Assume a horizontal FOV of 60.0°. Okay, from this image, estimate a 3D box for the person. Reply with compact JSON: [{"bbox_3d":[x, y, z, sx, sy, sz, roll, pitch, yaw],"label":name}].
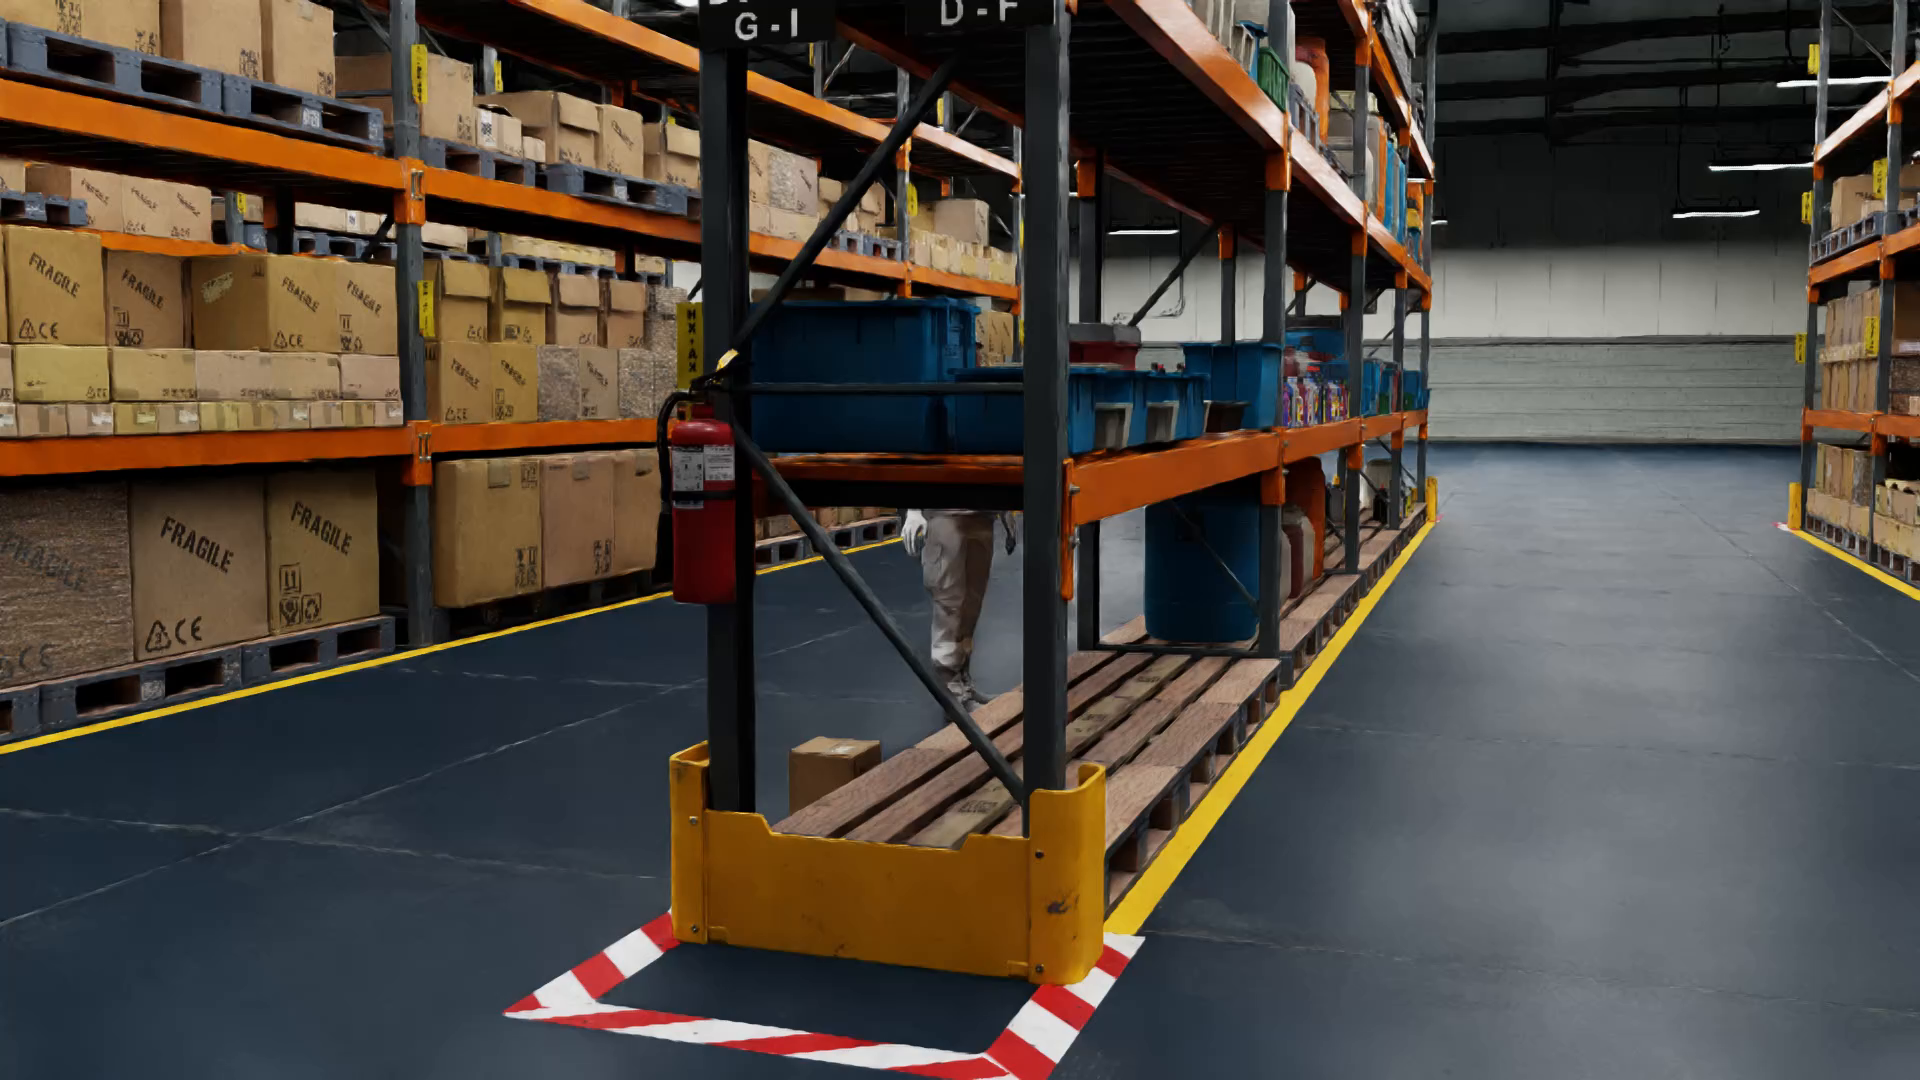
[{"bbox_3d":[0.029,-0.085,7.461,0.663,1.786,0.570,-5,7,-44],"label":"person"}]
